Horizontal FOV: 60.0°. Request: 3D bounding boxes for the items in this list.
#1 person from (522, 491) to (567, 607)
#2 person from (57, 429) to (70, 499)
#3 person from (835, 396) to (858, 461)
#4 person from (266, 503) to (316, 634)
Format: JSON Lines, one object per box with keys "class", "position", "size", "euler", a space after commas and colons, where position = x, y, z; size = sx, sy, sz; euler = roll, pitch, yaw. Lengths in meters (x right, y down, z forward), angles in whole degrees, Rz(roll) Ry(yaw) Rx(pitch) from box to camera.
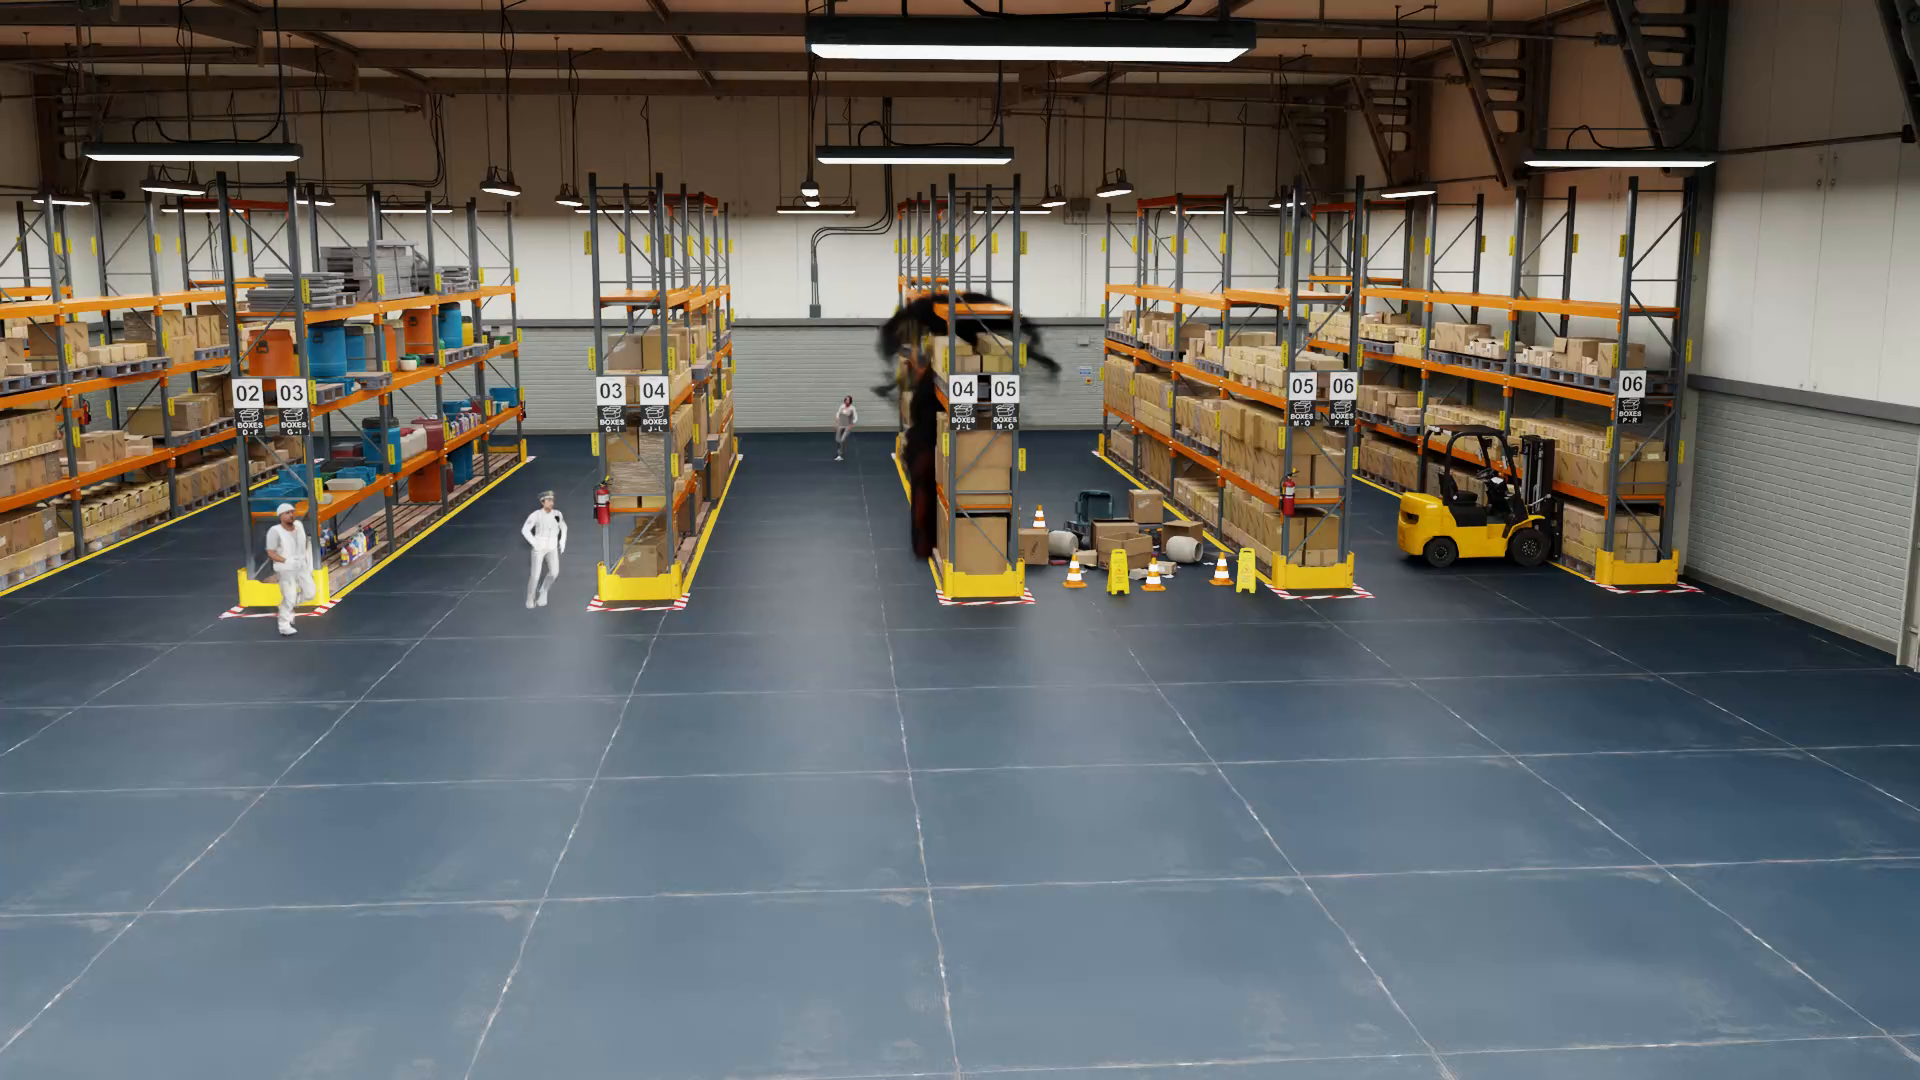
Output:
{"class": "person", "position": [-5.776, 0.124, 23.263], "size": [0.674, 1.634, 0.571], "euler": [-5, 11, -28]}
{"class": "person", "position": [-16.697, -1.237, 30.901], "size": [0.604, 1.669, 0.893], "euler": [-2, 10, -9]}
{"class": "person", "position": [-2.689, -2.647, 39.253], "size": [0.597, 1.539, 0.526], "euler": [2, 10, 13]}
{"class": "person", "position": [-8.652, 0.372, 21.601], "size": [0.658, 1.734, 0.708], "euler": [6, 12, 30]}
